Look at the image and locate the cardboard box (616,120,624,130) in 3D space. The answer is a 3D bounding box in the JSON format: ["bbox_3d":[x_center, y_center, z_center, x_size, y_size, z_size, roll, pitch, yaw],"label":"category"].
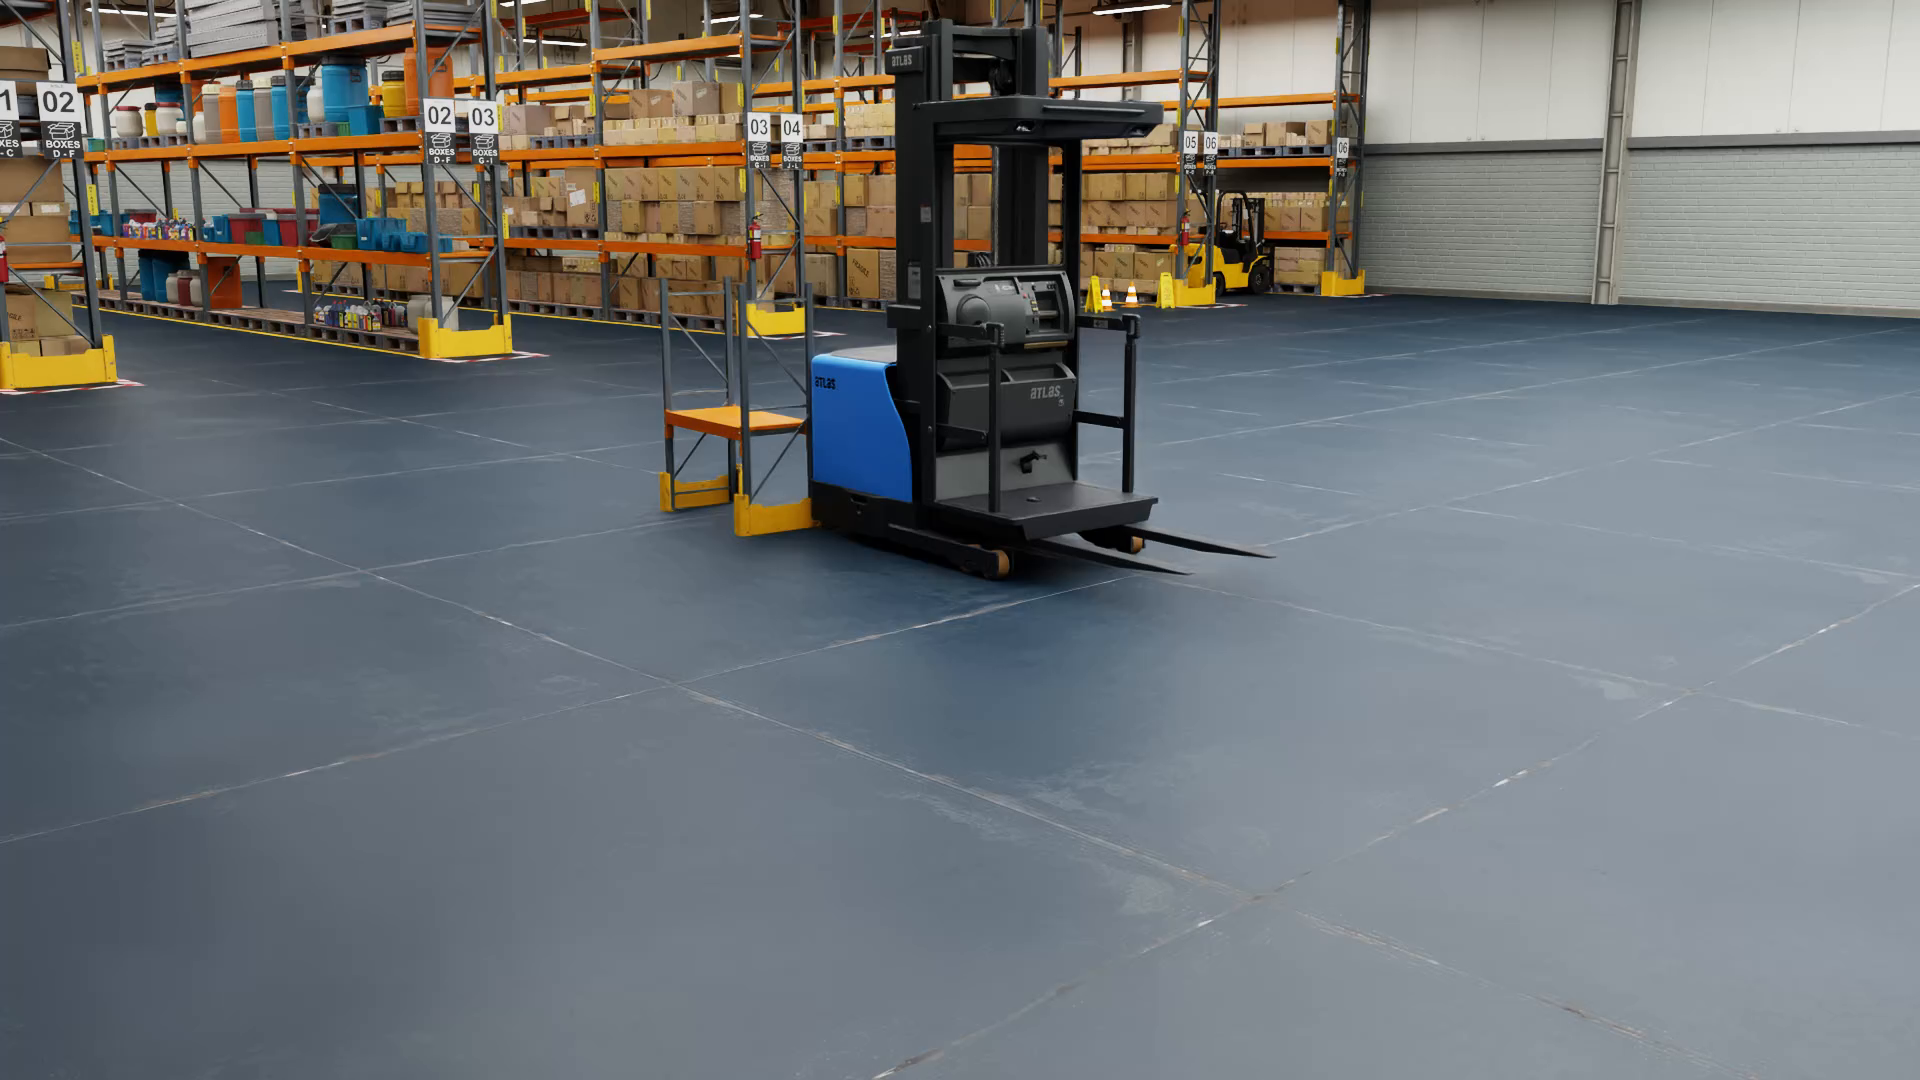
[{"bbox_3d":[-5.259,-6.614,26.532,0.250,0.149,0.380,11,16,42],"label":"cardboard box"}]

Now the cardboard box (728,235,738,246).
[{"bbox_3d":[-3.250,-4.486,24.872,0.380,0.149,0.250,-11,16,-43],"label":"cardboard box"}]

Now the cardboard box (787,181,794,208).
[{"bbox_3d":[-2.890,-6.578,31.682,0.700,0.500,0.500,-11,16,-42],"label":"cardboard box"}]

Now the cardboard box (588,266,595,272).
[{"bbox_3d":[-8.005,-5.981,36.797,0.250,0.149,0.380,11,16,42],"label":"cardboard box"}]

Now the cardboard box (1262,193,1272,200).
[{"bbox_3d":[6.669,-7.340,35.512,0.380,0.149,0.250,-10,16,-41],"label":"cardboard box"}]

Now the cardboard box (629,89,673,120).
[{"bbox_3d":[-4.999,-7.021,26.901,0.500,0.500,0.500,11,16,43],"label":"cardboard box"}]

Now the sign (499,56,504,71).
[{"bbox_3d":[-10.517,-10.930,38.150,0.100,0.325,0.005,-11,16,-43],"label":"sign"}]

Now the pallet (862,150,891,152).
[{"bbox_3d":[-1.572,-8.571,37.114,1.213,0.211,1.003,-10,15,-40],"label":"pallet"}]

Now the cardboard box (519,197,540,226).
[{"bbox_3d":[-7.397,-5.841,29.538,0.700,0.500,0.500,-8,14,-34],"label":"cardboard box"}]

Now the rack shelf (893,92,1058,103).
[{"bbox_3d":[0.292,-9.206,35.068,1.077,0.370,4.000,-11,16,-43],"label":"rack shelf"}]

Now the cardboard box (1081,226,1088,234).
[{"bbox_3d":[2.535,-6.122,32.816,0.380,0.149,0.250,-11,16,-42],"label":"cardboard box"}]

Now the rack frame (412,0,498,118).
[{"bbox_3d":[-6.314,-6.807,20.652,1.000,3.000,0.127,-11,16,-43],"label":"rack frame"}]

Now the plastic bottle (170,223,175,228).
[{"bbox_3d":[-13.239,-5.193,27.972,0.061,0.283,0.133,-11,16,-43],"label":"plastic bottle"}]

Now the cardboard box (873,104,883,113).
[{"bbox_3d":[-1.304,-7.599,29.287,0.380,0.149,0.250,-11,16,-43],"label":"cardboard box"}]

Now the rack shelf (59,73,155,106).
[{"bbox_3d":[-15.982,-8.302,30.682,1.077,0.370,4.000,-11,16,-43],"label":"rack shelf"}]

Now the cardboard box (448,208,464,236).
[{"bbox_3d":[-9.117,-5.887,30.803,0.500,0.500,0.500,-11,16,-43],"label":"cardboard box"}]

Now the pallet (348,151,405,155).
[{"bbox_3d":[-11.576,-7.857,33.400,1.003,0.211,1.213,-11,16,-43],"label":"pallet"}]

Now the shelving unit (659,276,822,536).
[{"bbox_3d":[-1.406,-0.878,10.454,0.587,1.500,1.083,-8,14,-36],"label":"shelving unit"}]

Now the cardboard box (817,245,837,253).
[{"bbox_3d":[-2.736,-6.646,38.963,0.875,0.875,0.875,-10,15,-41],"label":"cardboard box"}]

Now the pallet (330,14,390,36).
[{"bbox_3d":[-7.640,-6.808,22.115,1.003,0.211,1.213,-11,16,-43],"label":"pallet"}]

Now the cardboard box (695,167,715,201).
[{"bbox_3d":[-3.640,-5.362,25.039,0.500,0.500,0.500,-11,16,-43],"label":"cardboard box"}]

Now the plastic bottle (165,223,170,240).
[{"bbox_3d":[-13.216,-5.146,27.743,0.061,0.283,0.133,-11,16,-43],"label":"plastic bottle"}]

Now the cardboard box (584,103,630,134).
[{"bbox_3d":[-5.747,-6.951,27.485,0.637,0.503,0.797,11,16,42],"label":"cardboard box"}]

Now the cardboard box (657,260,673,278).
[{"bbox_3d":[-5.976,-5.595,34.790,0.500,0.500,0.500,11,16,43],"label":"cardboard box"}]

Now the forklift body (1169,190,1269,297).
[{"bbox_3d":[5.394,-6.239,34.865,2.313,2.155,1.214,-11,16,-43],"label":"forklift body"}]

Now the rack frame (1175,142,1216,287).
[{"bbox_3d":[4.436,-5.940,31.310,1.000,3.000,0.127,-11,16,-43],"label":"rack frame"}]

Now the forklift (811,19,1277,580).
[{"bbox_3d":[0.401,-1.335,9.127,1.130,2.935,3.031,-9,15,-38],"label":"forklift"}]

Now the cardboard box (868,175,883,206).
[{"bbox_3d":[-1.143,-6.299,30.004,0.875,0.550,0.550,-11,16,-43],"label":"cardboard box"}]

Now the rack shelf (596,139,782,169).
[{"bbox_3d":[-4.113,-5.968,25.794,1.077,0.370,4.000,-11,16,-43],"label":"rack shelf"}]

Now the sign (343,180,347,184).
[{"bbox_3d":[-13.379,-7.651,36.157,0.100,0.325,0.005,-11,16,-43],"label":"sign"}]

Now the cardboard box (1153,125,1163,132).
[{"bbox_3d":[3.838,-7.728,31.201,0.380,0.149,0.250,-11,16,-42],"label":"cardboard box"}]

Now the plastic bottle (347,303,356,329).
[{"bbox_3d":[-8.395,-3.106,23.026,0.144,0.351,0.185,-11,16,-43],"label":"plastic bottle"}]

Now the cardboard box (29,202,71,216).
[{"bbox_3d":[-10.014,-3.633,18.257,0.380,0.149,0.250,-11,16,-43],"label":"cardboard box"}]

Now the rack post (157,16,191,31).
[{"bbox_3d":[-12.448,-8.327,26.752,0.624,0.289,0.986,-11,16,-43],"label":"rack post"}]

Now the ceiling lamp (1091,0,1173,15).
[{"bbox_3d":[3.767,-12.687,34.725,0.800,3.185,2.000,-11,16,-43],"label":"ceiling lamp"}]

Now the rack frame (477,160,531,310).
[{"bbox_3d":[-8.257,-5.727,30.274,1.000,3.000,0.127,-11,16,-43],"label":"rack frame"}]

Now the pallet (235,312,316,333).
[{"bbox_3d":[-10.494,-3.374,25.766,1.003,0.211,1.213,-11,16,-43],"label":"pallet"}]

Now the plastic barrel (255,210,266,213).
[{"bbox_3d":[-10.974,-4.971,26.328,0.421,0.512,0.421,0,12,0],"label":"plastic barrel"}]

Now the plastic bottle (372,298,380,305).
[{"bbox_3d":[-8.423,-3.317,24.052,0.185,0.351,0.144,11,16,44],"label":"plastic bottle"}]

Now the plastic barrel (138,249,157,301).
[{"bbox_3d":[-14.238,-4.716,29.530,0.600,0.901,0.708,-11,16,-43],"label":"plastic barrel"}]

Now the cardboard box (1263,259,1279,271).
[{"bbox_3d":[6.750,-5.911,35.702,0.500,0.250,0.500,-11,16,-44],"label":"cardboard box"}]

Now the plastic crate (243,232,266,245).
[{"bbox_3d":[-10.483,-4.564,25.155,0.450,0.188,0.662,-11,16,-43],"label":"plastic crate"}]

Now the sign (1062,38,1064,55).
[{"bbox_3d":[2.078,-10.031,33.790,0.100,0.325,0.005,-11,16,-43],"label":"sign"}]

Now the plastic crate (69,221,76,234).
[{"bbox_3d":[-16.522,-5.877,31.272,0.416,0.233,0.300,-11,16,-43],"label":"plastic crate"}]

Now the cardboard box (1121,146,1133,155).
[{"bbox_3d":[3.299,-7.451,31.830,0.380,0.149,0.250,-11,16,-43],"label":"cardboard box"}]

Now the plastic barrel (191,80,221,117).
[{"bbox_3d":[-12.229,-7.005,26.940,0.600,0.830,0.708,-11,16,-43],"label":"plastic barrel"}]

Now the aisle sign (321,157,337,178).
[{"bbox_3d":[-13.614,-8.220,35.933,0.394,0.787,0.004,-11,16,-43],"label":"aisle sign"}]

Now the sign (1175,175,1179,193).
[{"bbox_3d":[4.020,-6.588,30.800,0.100,0.325,0.005,-11,16,-43],"label":"sign"}]

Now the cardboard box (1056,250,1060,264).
[{"bbox_3d":[2.264,-5.550,33.331,0.500,0.500,0.500,-10,15,-40],"label":"cardboard box"}]

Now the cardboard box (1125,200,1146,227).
[{"bbox_3d":[3.519,-6.249,31.826,0.500,0.500,0.500,-11,16,-42],"label":"cardboard box"}]

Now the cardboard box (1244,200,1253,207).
[{"bbox_3d":[6.344,-7.271,35.915,0.380,0.149,0.250,-11,16,-44],"label":"cardboard box"}]

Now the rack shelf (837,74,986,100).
[{"bbox_3d":[-0.456,-7.918,28.815,1.077,0.370,4.000,-11,16,-43],"label":"rack shelf"}]

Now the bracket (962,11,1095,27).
[{"bbox_3d":[1.728,-12.824,40.933,0.076,0.066,4.783,-11,16,-43],"label":"bracket"}]
